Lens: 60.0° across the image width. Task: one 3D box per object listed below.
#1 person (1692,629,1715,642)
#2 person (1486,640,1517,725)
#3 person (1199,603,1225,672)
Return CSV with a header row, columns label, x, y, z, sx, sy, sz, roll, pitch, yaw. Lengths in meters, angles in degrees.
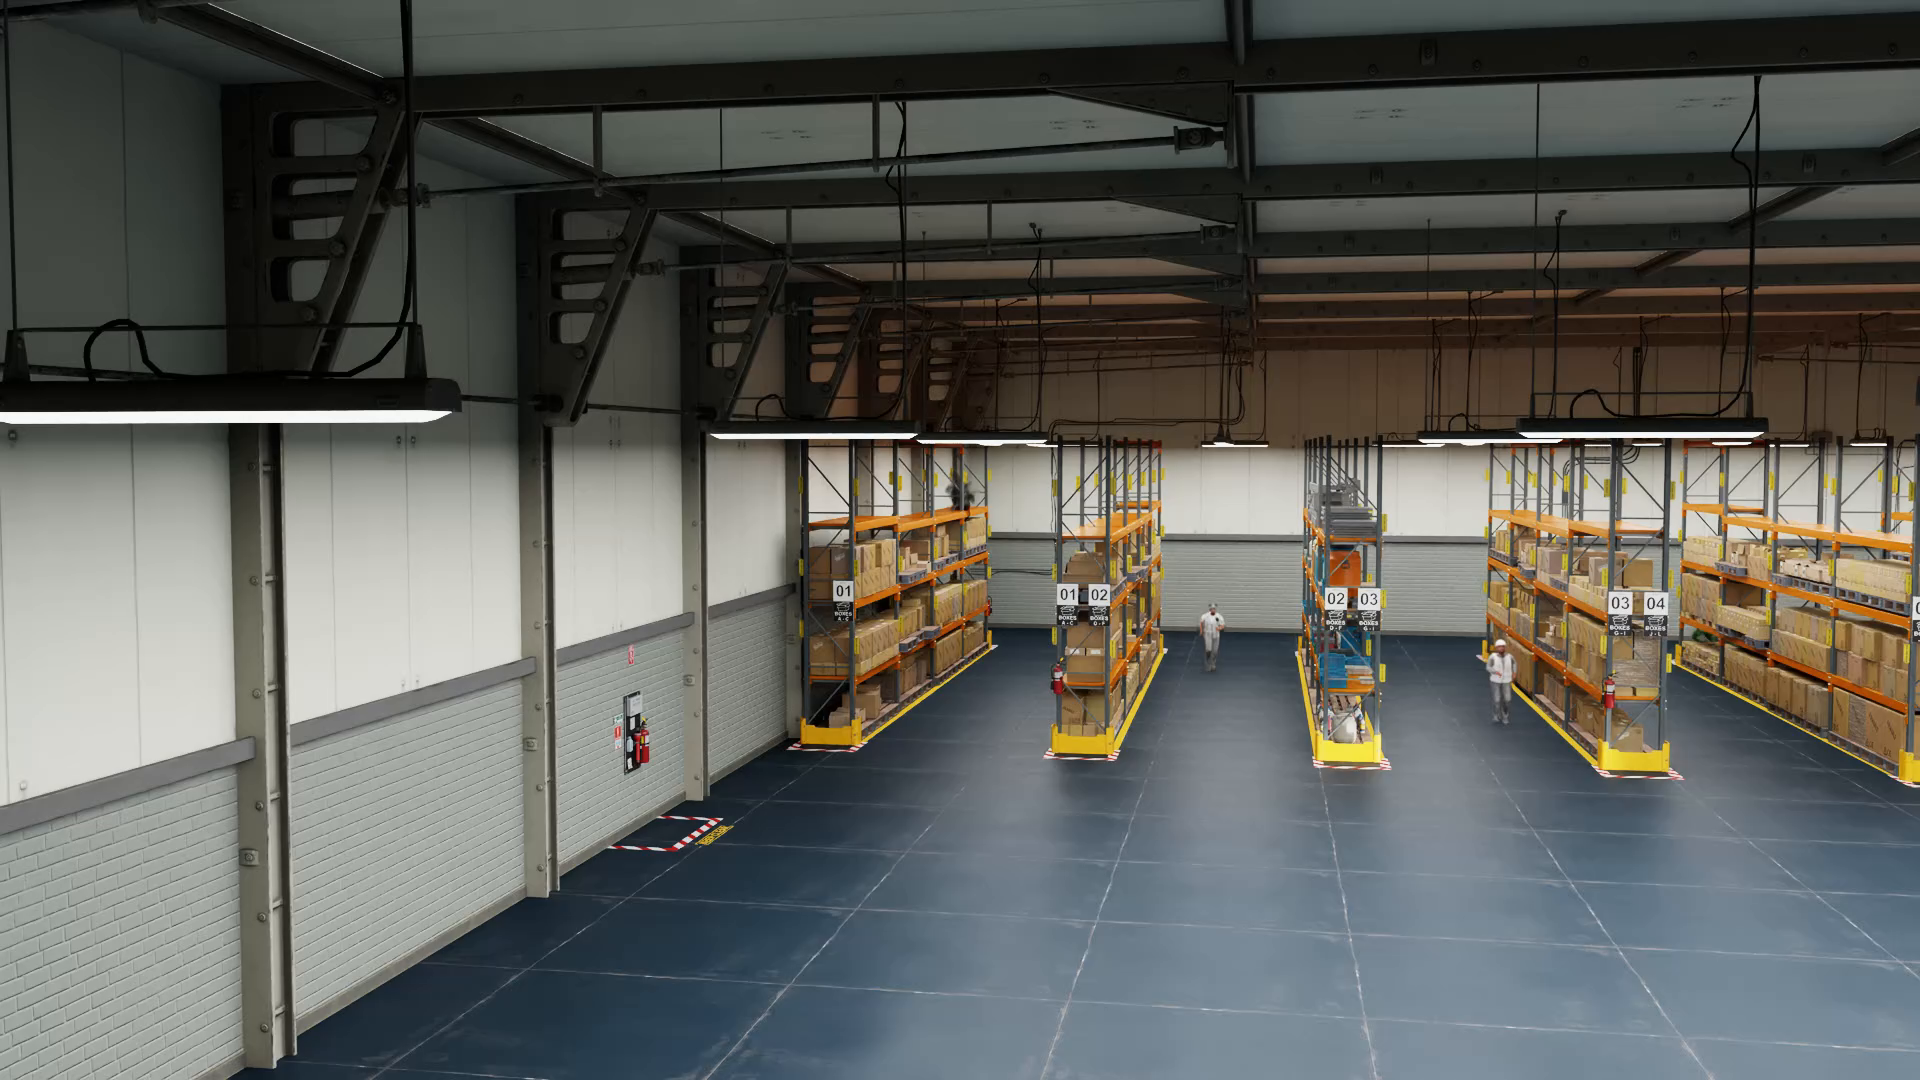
label,x,y,z,sx,sy,sz,roll,pitch,yaw
person,20.458,2.362,45.681,0.892,1.816,0.677,1,3,13
person,11.309,2.975,34.703,0.672,1.801,0.702,0,3,8
person,6.517,2.527,42.977,0.627,1.815,0.826,0,3,1
